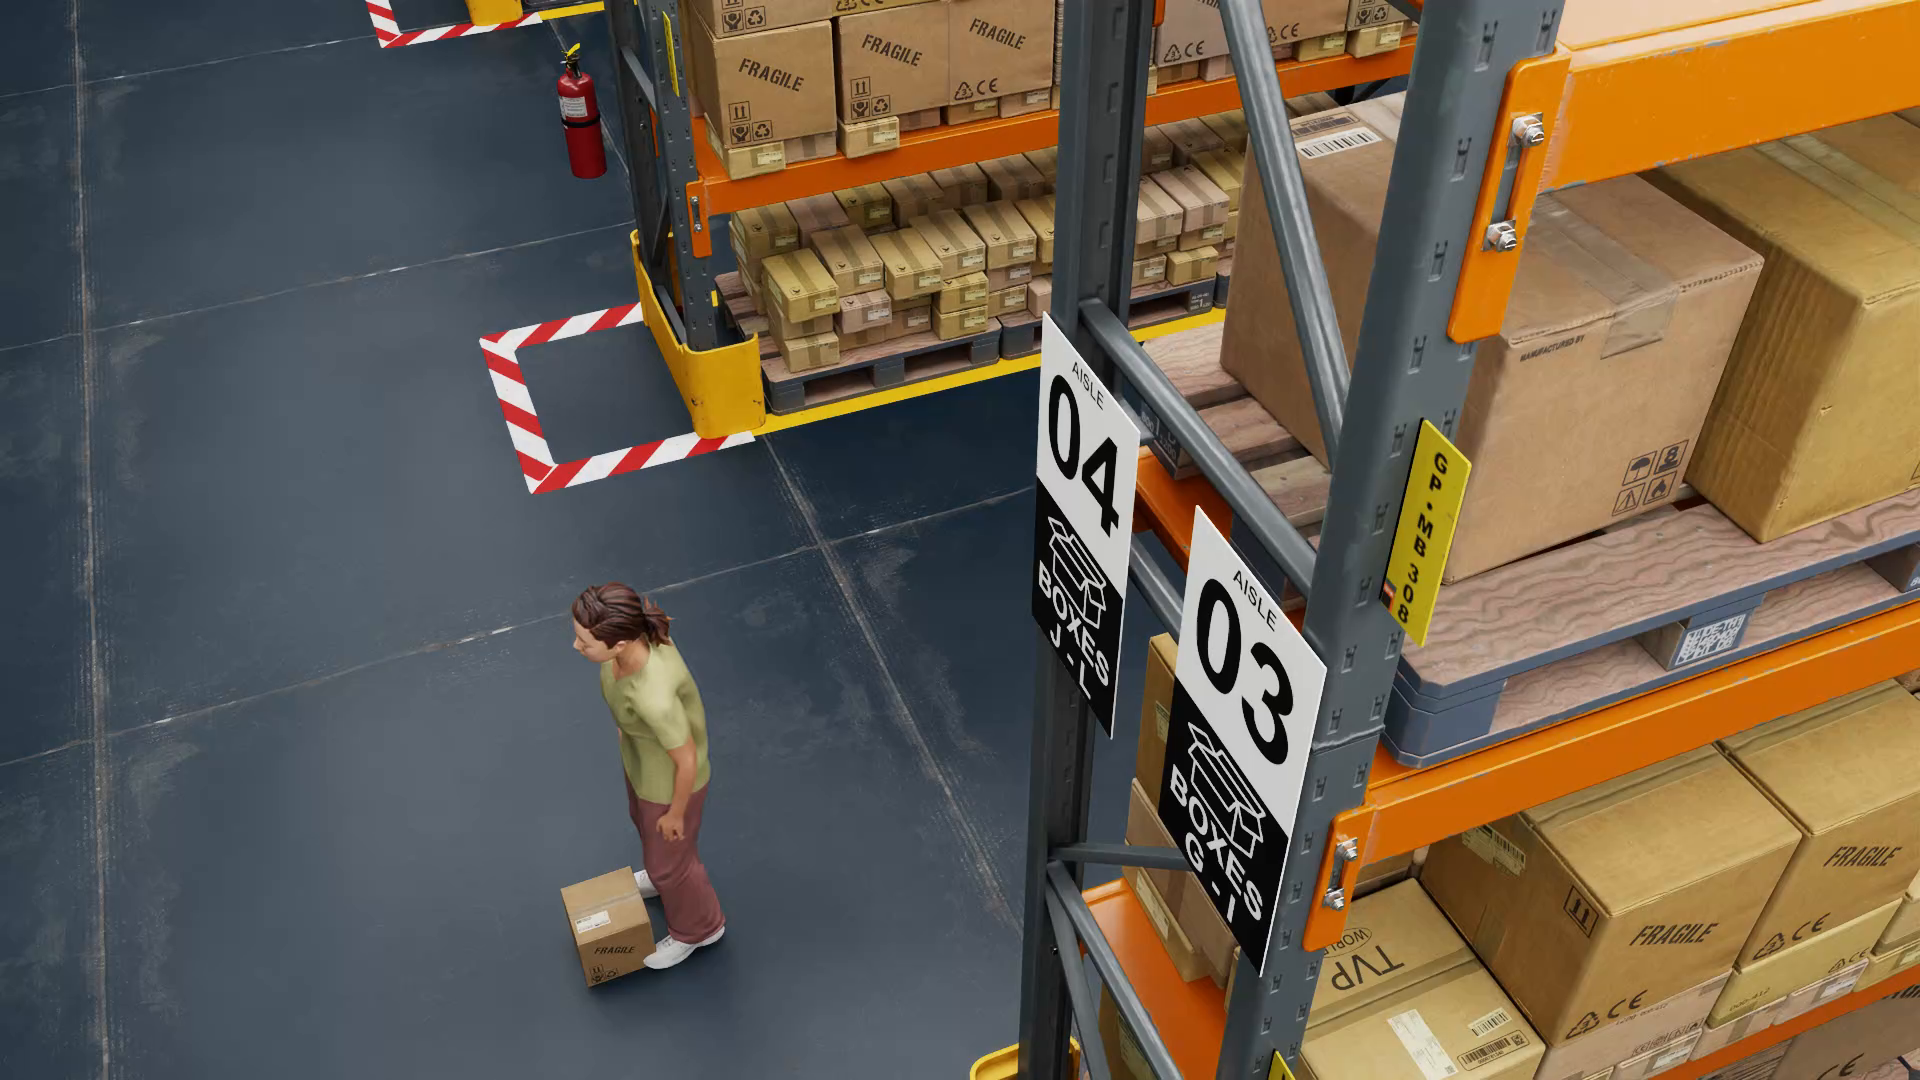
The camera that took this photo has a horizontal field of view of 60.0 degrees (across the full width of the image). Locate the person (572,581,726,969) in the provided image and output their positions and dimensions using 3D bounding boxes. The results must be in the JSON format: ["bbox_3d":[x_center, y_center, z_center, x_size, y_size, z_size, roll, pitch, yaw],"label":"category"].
[{"bbox_3d":[-0.983,0.740,5.336,0.355,1.673,0.517,-17,45,-18],"label":"person"}]
